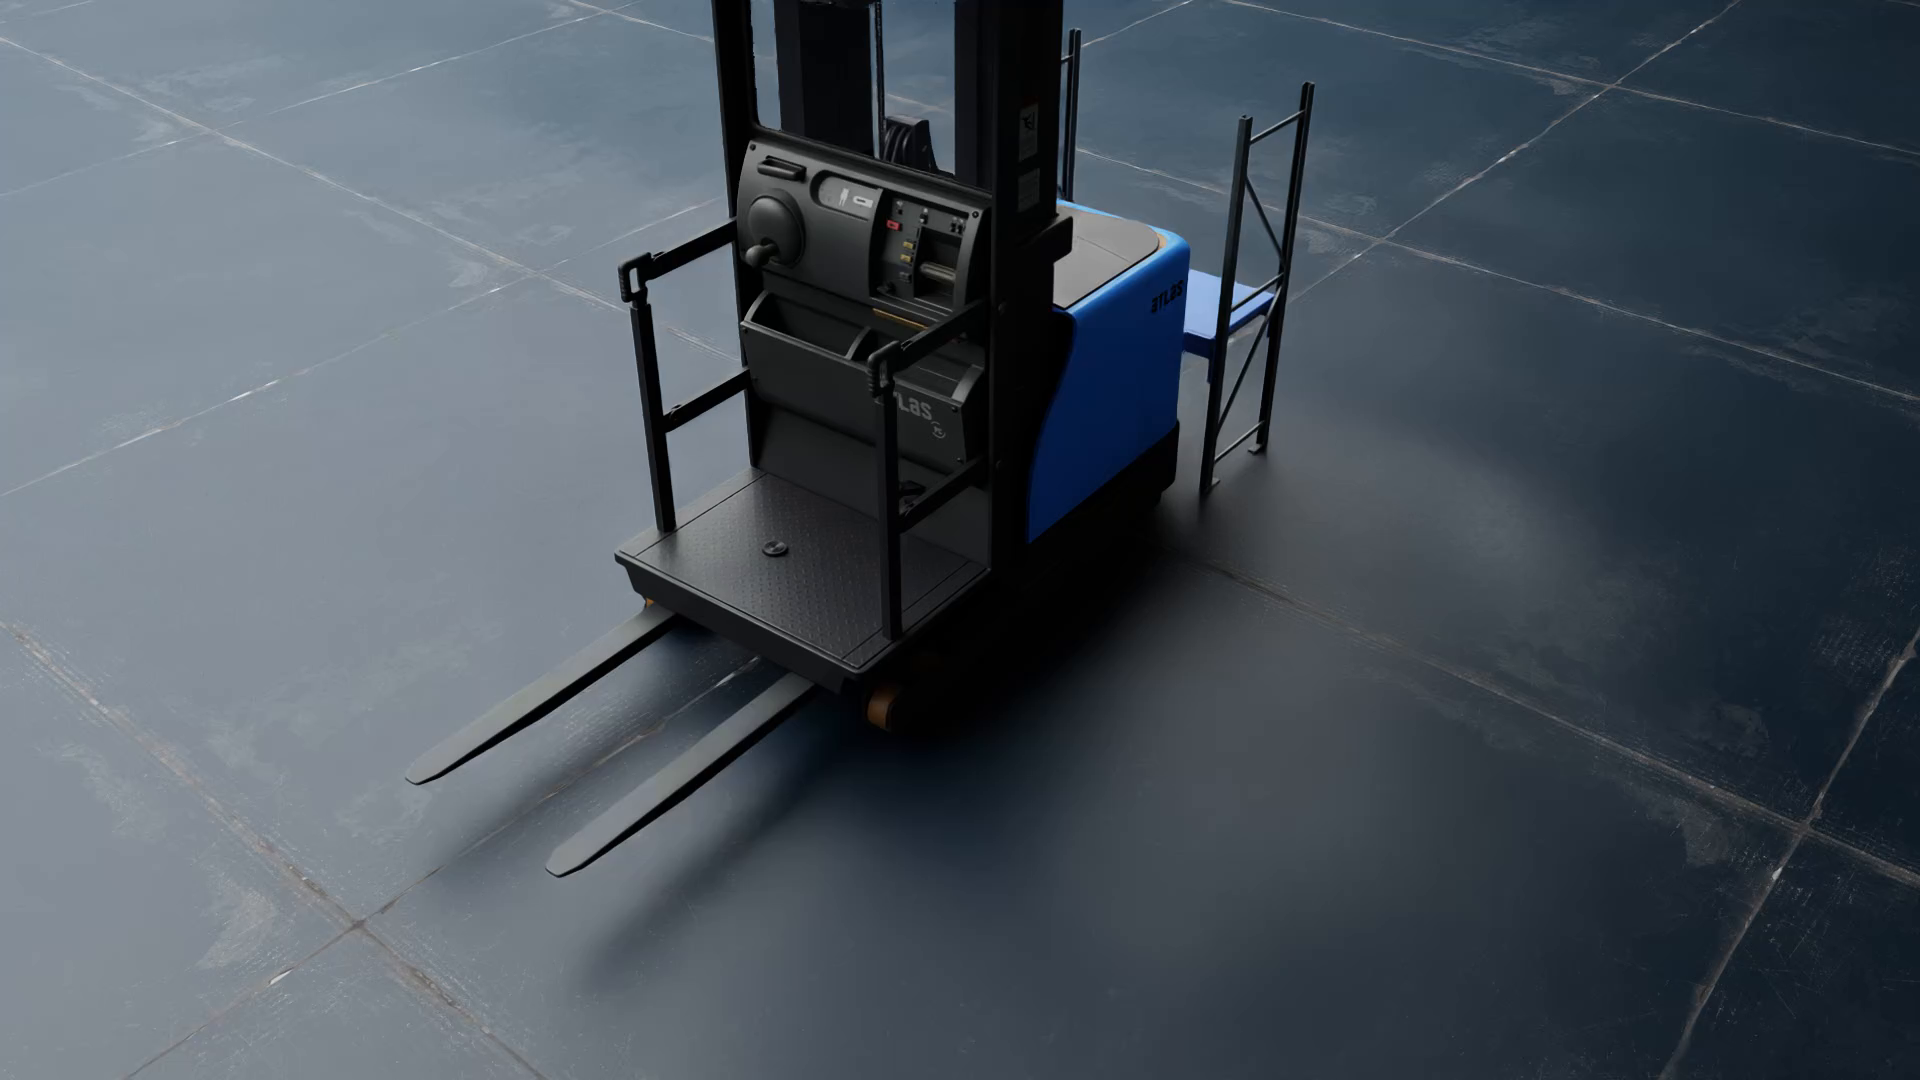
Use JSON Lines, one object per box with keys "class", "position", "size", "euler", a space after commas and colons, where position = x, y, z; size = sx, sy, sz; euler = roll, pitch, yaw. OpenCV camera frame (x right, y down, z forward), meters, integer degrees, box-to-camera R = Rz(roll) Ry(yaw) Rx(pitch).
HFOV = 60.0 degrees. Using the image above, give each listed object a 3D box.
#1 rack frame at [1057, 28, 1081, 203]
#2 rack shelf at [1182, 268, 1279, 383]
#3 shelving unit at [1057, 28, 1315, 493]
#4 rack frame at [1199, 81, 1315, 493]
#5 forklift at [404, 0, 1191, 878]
{"class": "rack frame", "position": [0.302, -1.273, 6.769], "size": [0.032, 1.500, 0.500], "euler": [23, 40, 30]}
{"class": "rack shelf", "position": [0.703, -0.948, 6.614], "size": [1.000, 0.185, 0.538], "euler": [23, 40, 30]}
{"class": "shelving unit", "position": [0.706, -1.098, 6.514], "size": [1.048, 1.500, 0.538], "euler": [23, 40, 30]}
{"class": "rack frame", "position": [1.109, -0.922, 6.259], "size": [0.032, 1.500, 0.500], "euler": [23, 40, 30]}
{"class": "forklift", "position": [-0.447, -0.906, 4.979], "size": [1.130, 2.935, 3.031], "euler": [23, 41, 30]}
